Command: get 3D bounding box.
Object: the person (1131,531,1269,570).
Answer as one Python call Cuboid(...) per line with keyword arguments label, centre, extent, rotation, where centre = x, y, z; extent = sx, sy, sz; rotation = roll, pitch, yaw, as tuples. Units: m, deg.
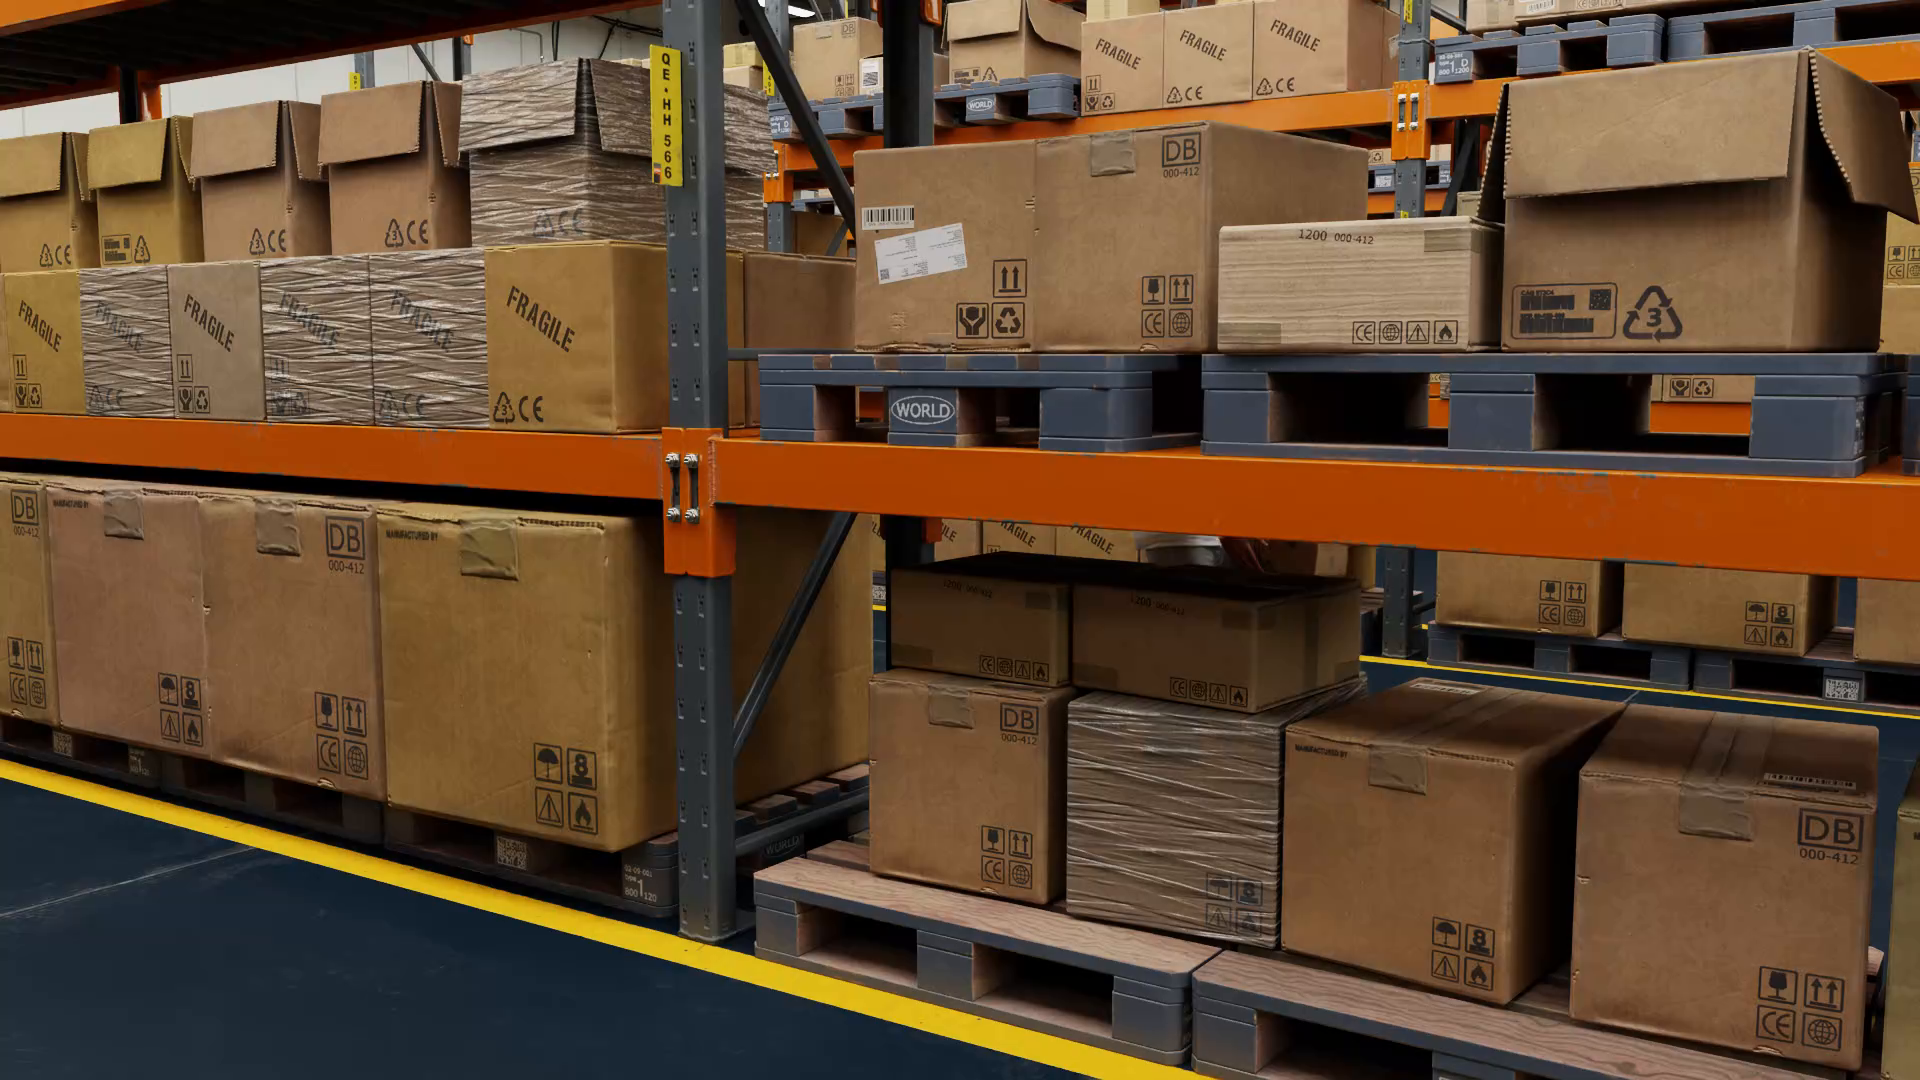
Cuboid(label="person", centre=(0.839, 0.021, 5.476), extent=(0.520, 1.769, 0.558), rotation=(5, 8, 36))
